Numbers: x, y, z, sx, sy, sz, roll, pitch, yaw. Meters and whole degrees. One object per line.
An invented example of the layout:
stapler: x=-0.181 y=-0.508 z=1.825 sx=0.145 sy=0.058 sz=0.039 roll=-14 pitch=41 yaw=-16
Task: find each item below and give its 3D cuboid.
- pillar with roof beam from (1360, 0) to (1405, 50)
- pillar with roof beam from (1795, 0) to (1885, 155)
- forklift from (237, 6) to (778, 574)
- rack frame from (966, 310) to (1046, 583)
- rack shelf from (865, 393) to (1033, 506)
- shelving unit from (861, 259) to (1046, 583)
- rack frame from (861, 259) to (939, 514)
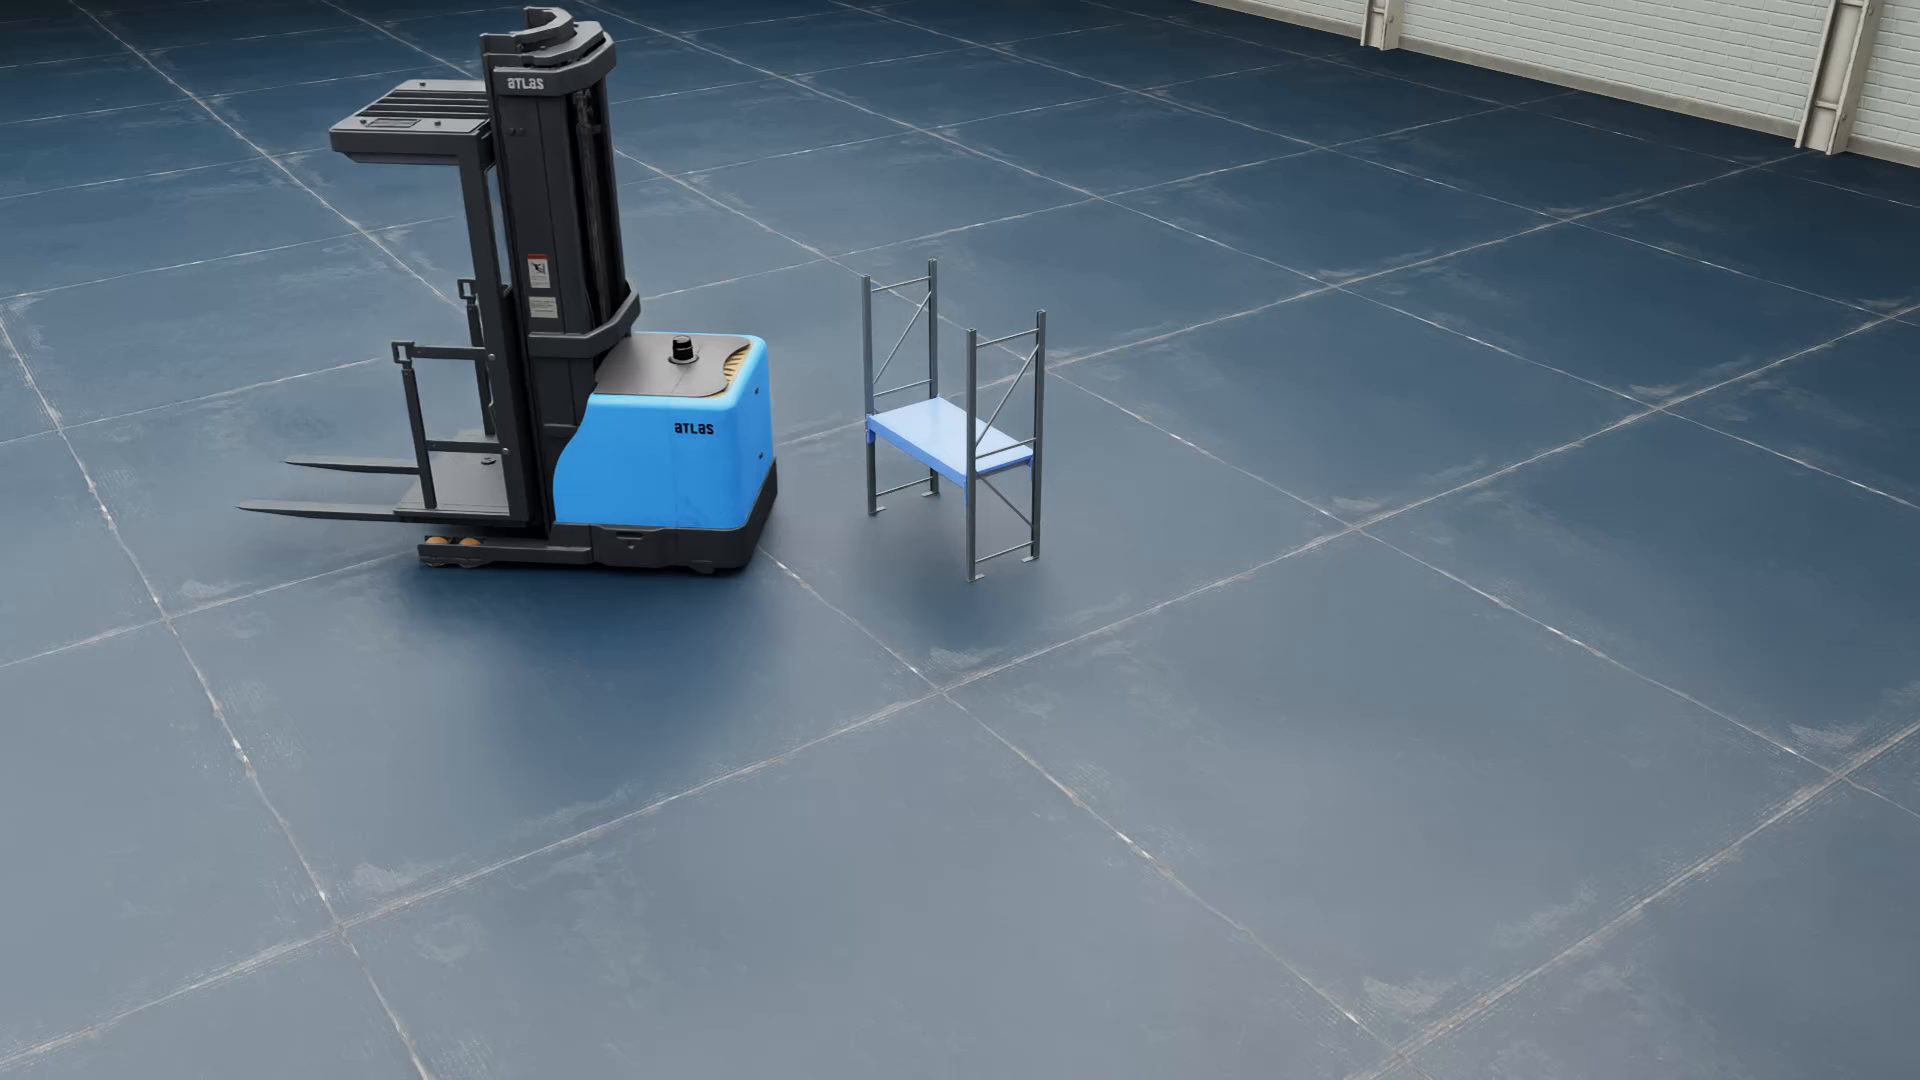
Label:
pillar with roof beam: x=1.921 y=-9.148 z=17.166 sx=9.100 sy=9.000 sz=0.400 roll=-19 pitch=34 yaw=-31
pillar with roof beam: x=5.401 y=-6.816 z=12.871 sx=9.100 sy=9.000 sz=0.400 roll=-19 pitch=34 yaw=-31
forklift: x=-2.657 y=-1.376 z=9.213 sx=3.031 sy=2.935 sz=1.130 roll=2 pitch=29 yaw=5
rack frame: x=0.245 y=-0.495 z=9.089 sx=0.500 sy=1.500 sz=0.032 roll=-19 pitch=34 yaw=-31
rack shelf: x=-0.049 y=-0.534 z=9.539 sx=0.538 sy=0.185 sz=1.000 roll=-19 pitch=34 yaw=-31
shelving unit: x=-0.049 y=-0.692 z=9.453 sx=0.538 sy=1.500 sz=1.048 roll=-19 pitch=34 yaw=-31
rack frame: x=-0.344 y=-0.890 z=9.817 sx=0.500 sy=1.500 sz=0.032 roll=-19 pitch=34 yaw=-31
